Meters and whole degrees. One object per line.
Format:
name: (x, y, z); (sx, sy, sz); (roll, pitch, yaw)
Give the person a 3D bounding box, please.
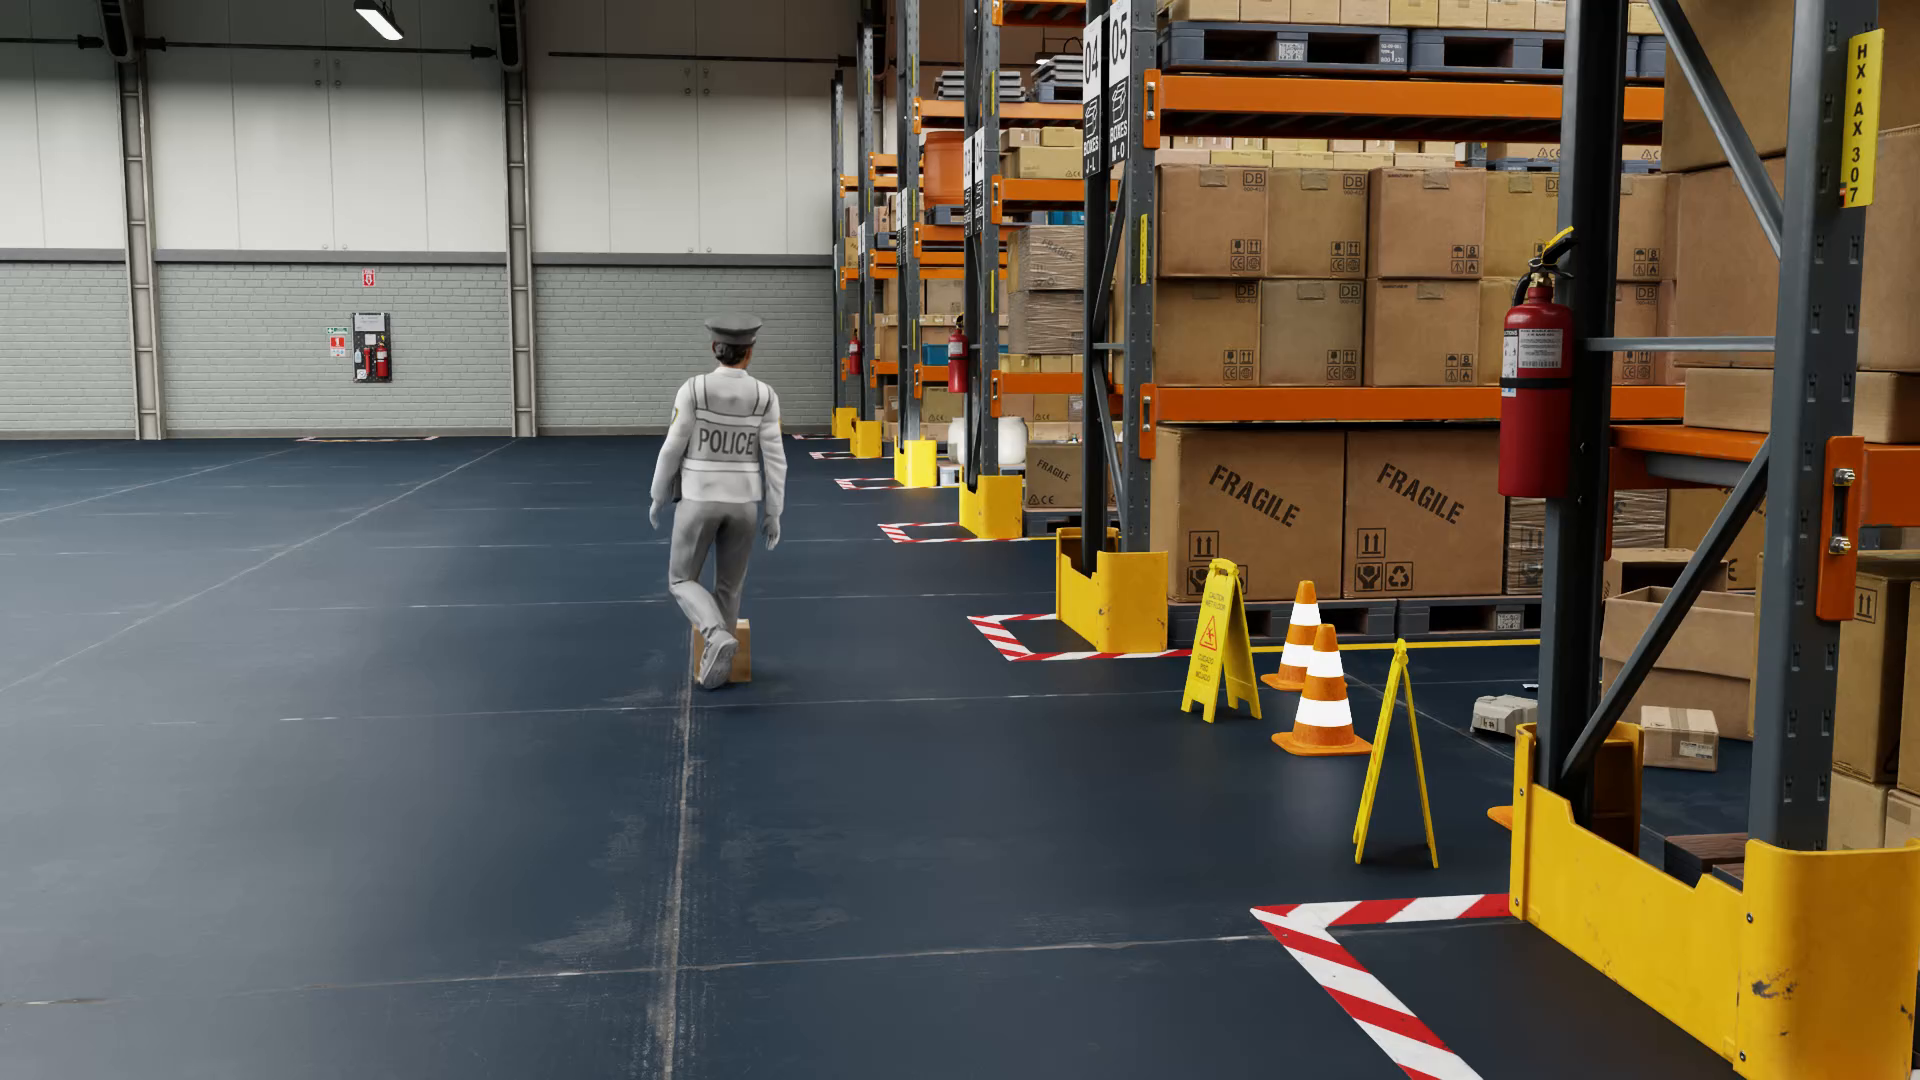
person: (-1.044, -0.148, 7.113); (0.551, 1.641, 0.762); (-2, 7, -20)
